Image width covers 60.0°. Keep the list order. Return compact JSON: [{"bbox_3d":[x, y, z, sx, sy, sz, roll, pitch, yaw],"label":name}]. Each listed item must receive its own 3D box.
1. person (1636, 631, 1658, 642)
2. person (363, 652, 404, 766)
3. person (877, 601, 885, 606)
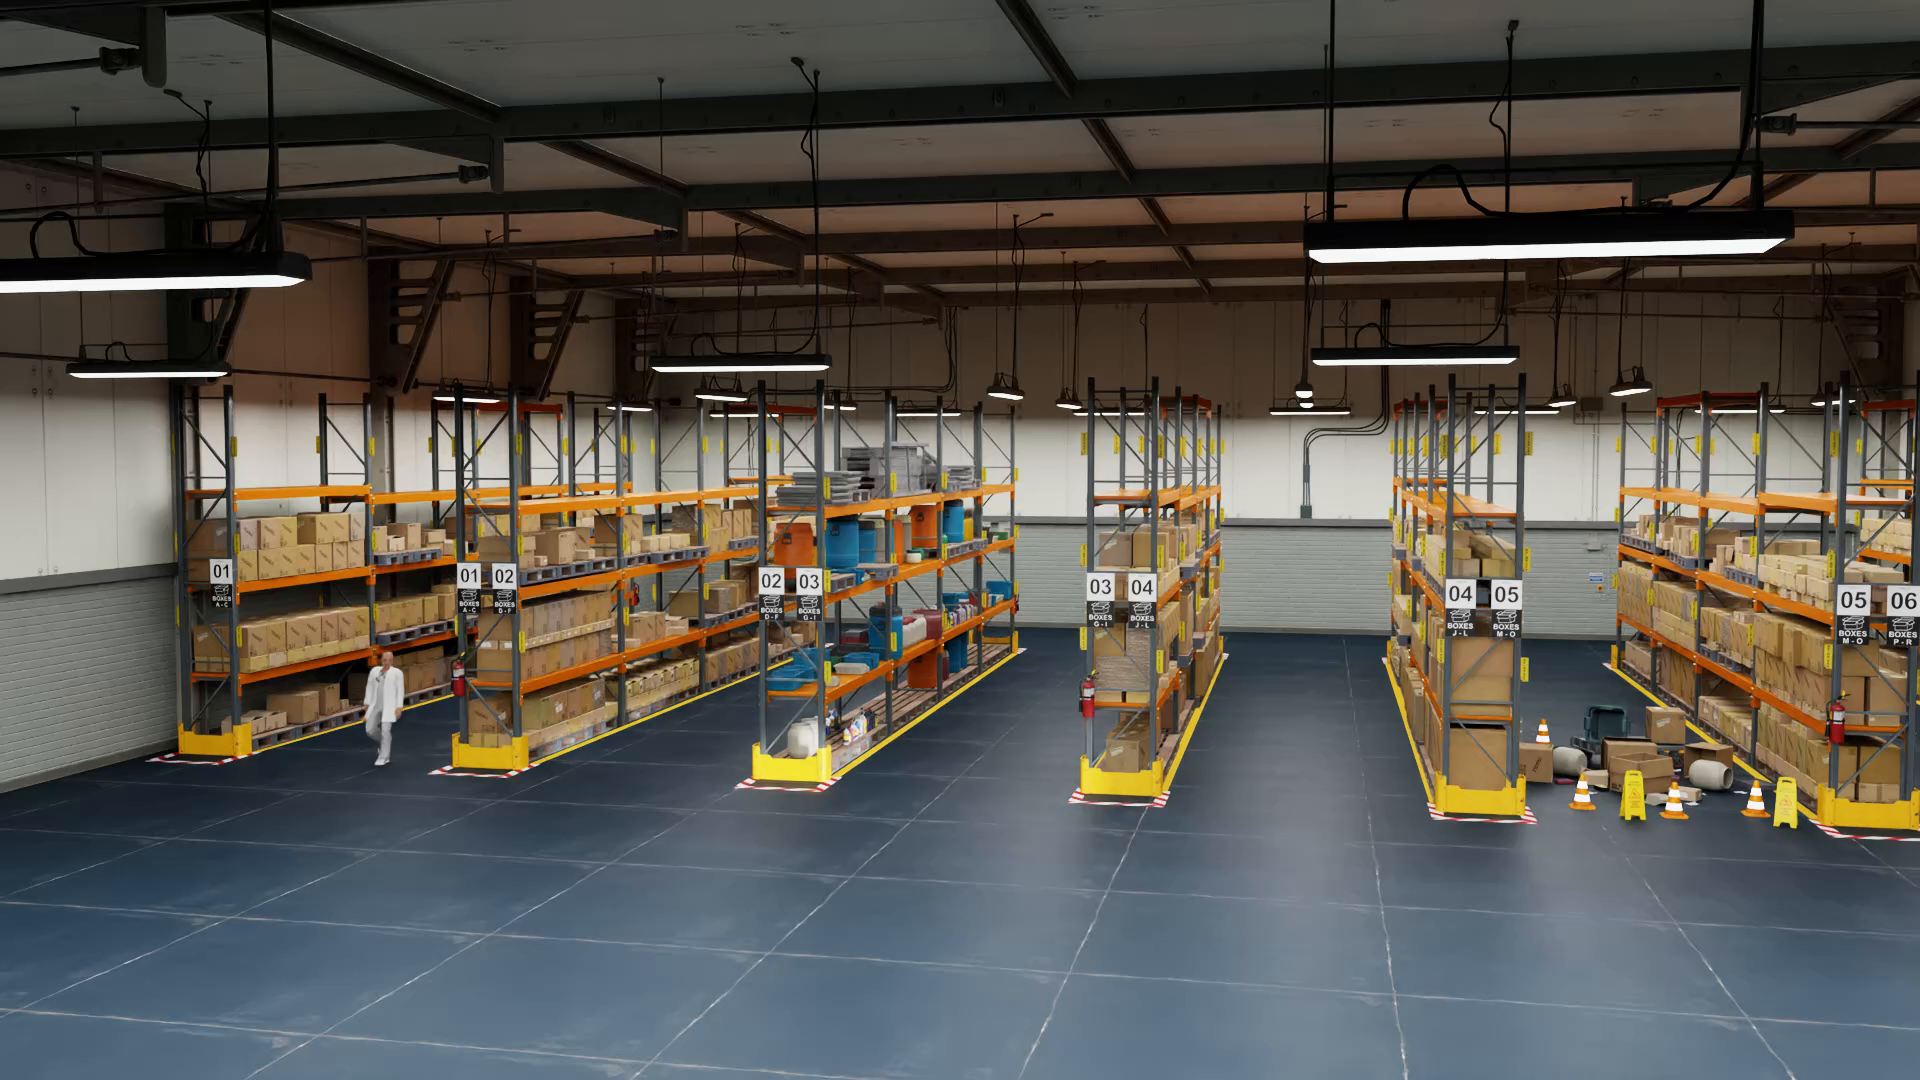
[{"bbox_3d":[16.124,1.962,38.862,0.462,1.740,0.571,0,3,-9],"label":"person"},{"bbox_3d":[-9.101,2.647,26.309,0.616,1.780,0.662,0,3,5],"label":"person"},{"bbox_3d":[-1.747,2.149,36.751,0.454,1.592,0.449,2,4,29],"label":"person"}]
